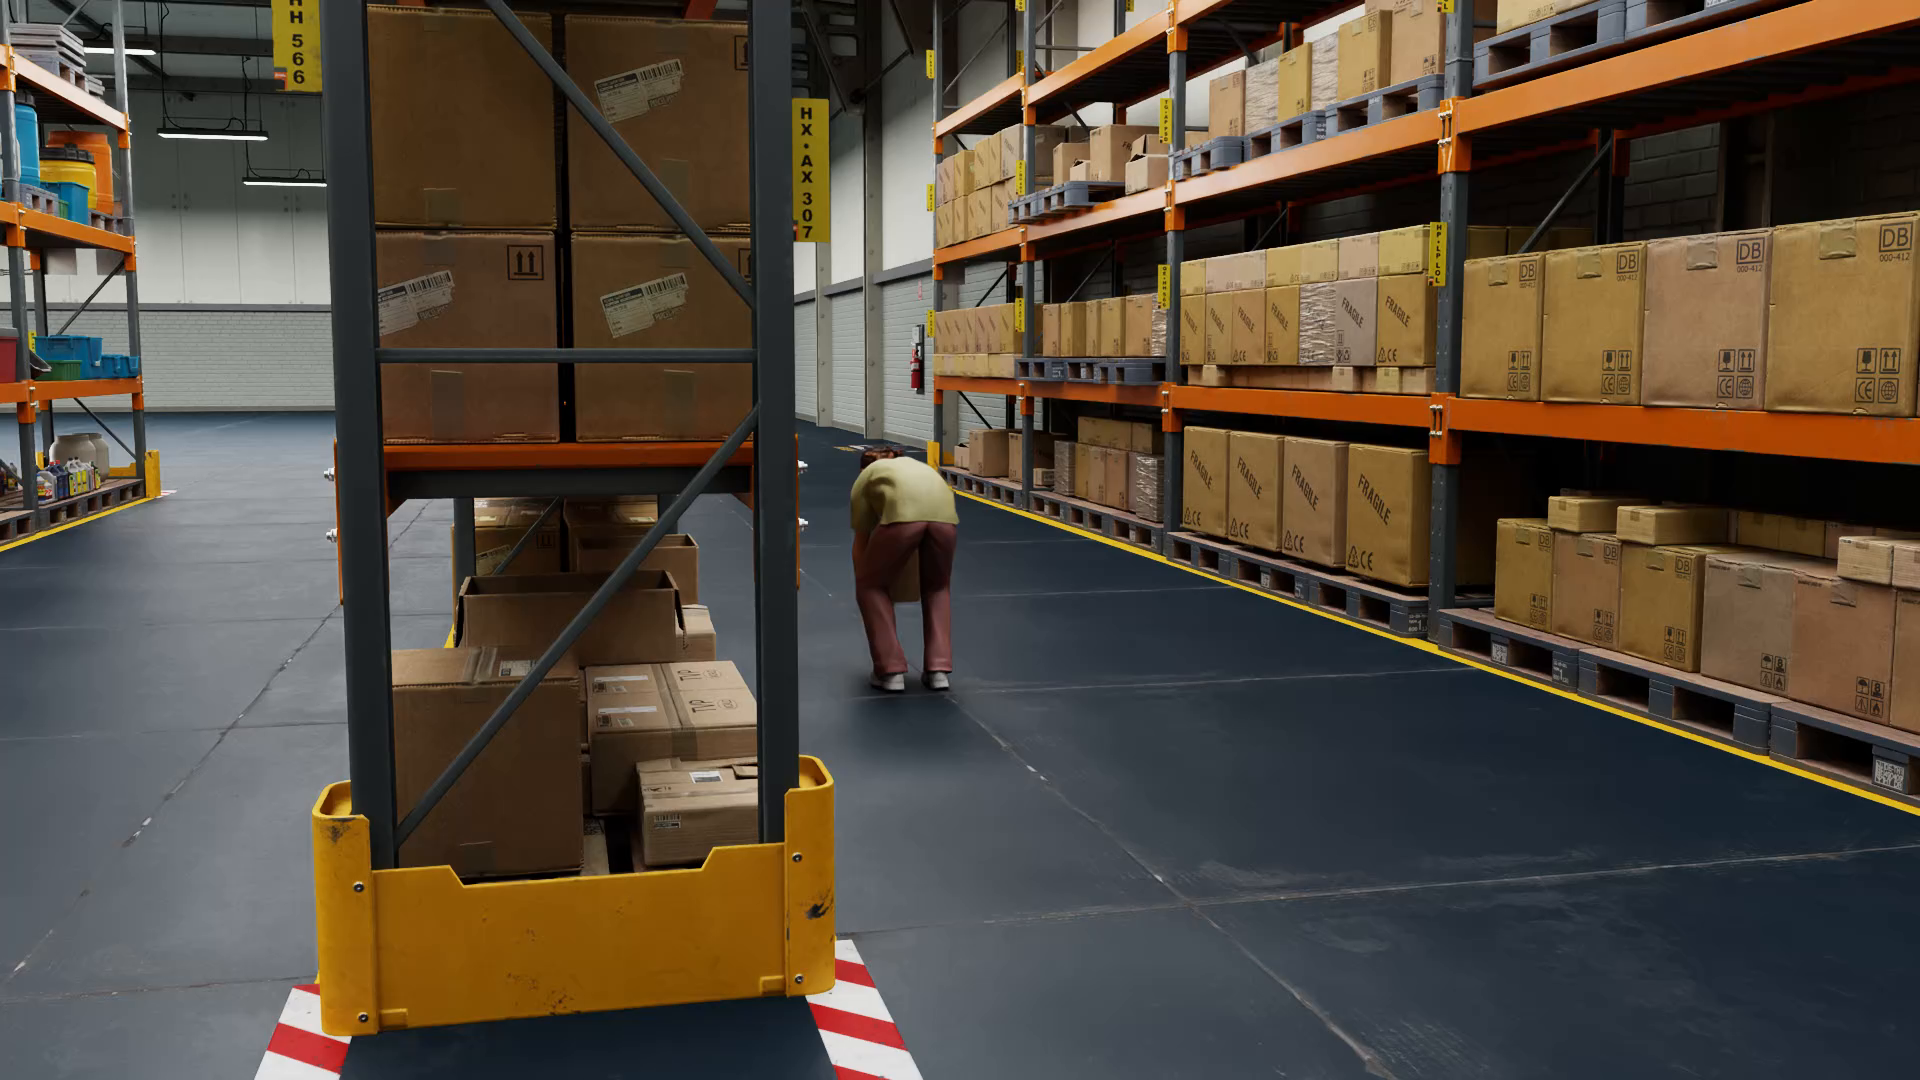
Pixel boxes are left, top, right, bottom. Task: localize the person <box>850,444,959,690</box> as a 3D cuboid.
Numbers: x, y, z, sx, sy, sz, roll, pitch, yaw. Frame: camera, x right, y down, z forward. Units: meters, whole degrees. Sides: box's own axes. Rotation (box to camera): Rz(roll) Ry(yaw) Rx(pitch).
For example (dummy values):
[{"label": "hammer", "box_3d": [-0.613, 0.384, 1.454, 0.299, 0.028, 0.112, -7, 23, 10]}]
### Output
[{"label": "person", "box_3d": [-0.285, 0.108, 7.794, 0.453, 1.105, 0.860, -2, 7, -19]}]
